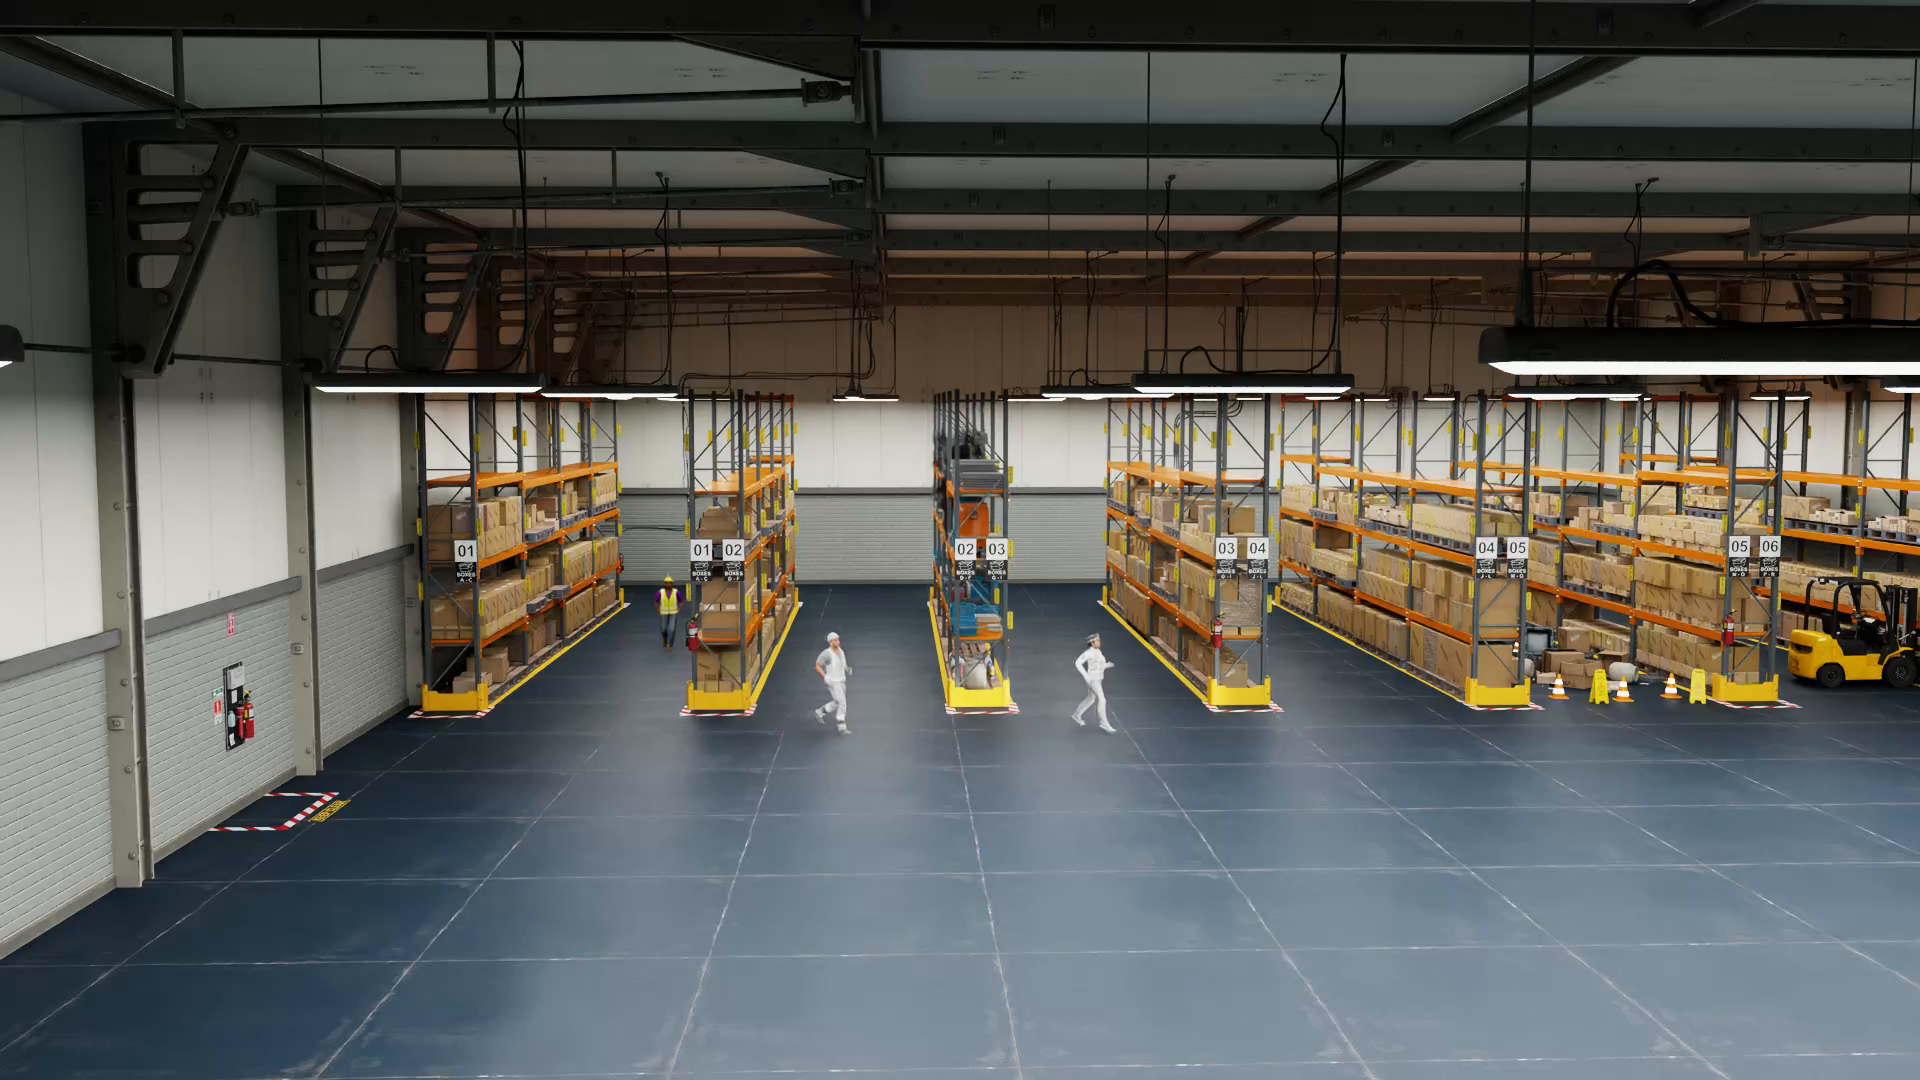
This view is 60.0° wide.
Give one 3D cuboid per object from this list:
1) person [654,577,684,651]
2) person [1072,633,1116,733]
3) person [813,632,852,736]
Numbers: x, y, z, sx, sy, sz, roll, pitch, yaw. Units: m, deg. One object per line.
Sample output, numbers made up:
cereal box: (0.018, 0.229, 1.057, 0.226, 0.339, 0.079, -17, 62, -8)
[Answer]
person: (-6.751, 1.718, 38.586, 0.698, 1.718, 0.606, -1, 5, -9)
person: (2.360, 2.486, 29.155, 0.848, 1.715, 0.598, 2, 5, 25)
person: (-2.208, 2.487, 28.943, 0.816, 1.779, 0.646, 3, 5, 32)
